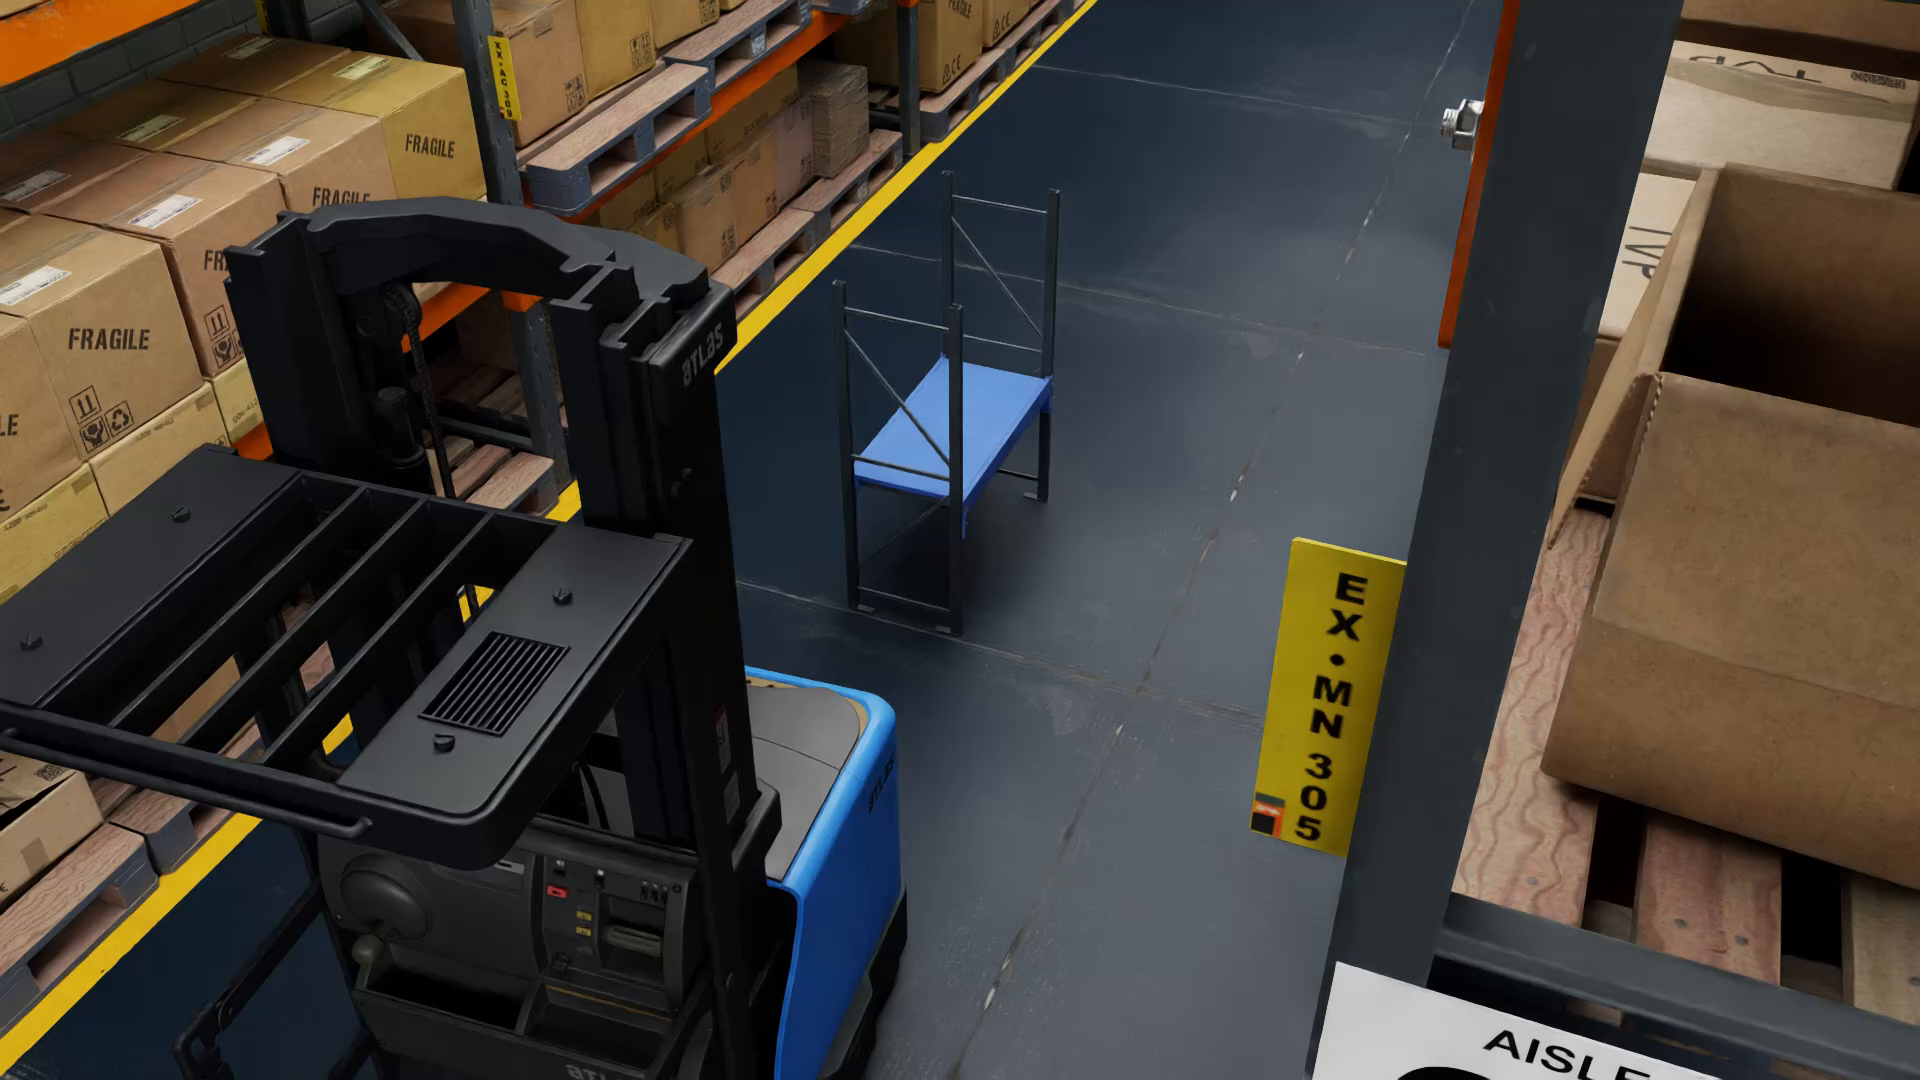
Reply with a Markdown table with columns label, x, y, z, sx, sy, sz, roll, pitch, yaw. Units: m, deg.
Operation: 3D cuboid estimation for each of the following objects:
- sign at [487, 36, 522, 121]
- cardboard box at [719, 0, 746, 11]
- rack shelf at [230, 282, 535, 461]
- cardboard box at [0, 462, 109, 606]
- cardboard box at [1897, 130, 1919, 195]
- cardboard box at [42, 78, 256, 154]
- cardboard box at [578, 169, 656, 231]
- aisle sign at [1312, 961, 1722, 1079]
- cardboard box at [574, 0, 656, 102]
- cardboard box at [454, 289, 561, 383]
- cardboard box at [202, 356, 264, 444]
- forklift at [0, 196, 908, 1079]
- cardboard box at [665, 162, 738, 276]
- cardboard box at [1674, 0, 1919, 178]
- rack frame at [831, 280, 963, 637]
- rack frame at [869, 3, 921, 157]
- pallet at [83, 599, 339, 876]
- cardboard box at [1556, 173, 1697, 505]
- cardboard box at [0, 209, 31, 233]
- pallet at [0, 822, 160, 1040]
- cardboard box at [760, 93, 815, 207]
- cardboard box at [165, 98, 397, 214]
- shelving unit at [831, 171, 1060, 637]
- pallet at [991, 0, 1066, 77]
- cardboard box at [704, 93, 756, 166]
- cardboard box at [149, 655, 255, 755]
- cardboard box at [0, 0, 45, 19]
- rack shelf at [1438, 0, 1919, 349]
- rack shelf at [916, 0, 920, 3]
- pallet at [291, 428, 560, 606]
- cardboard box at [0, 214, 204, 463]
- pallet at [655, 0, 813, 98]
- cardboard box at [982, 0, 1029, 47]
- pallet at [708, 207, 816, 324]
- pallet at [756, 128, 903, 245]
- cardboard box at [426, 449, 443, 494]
| label | x | y | z | sx | sy | sz | roll | pitch | yaw |
| --- | --- | --- | --- | --- | --- | --- | --- | --- | --- |
| sign | -1.753 | -1.773 | 6.393 | 0.100 | 0.325 | 0.005 | 14 | 39 | 18 |
| cardboard box | -1.359 | -3.019 | 8.333 | 0.700 | 0.500 | 0.500 | 14 | 39 | 18 |
| rack shelf | -3.019 | -0.150 | 5.546 | 1.077 | 0.370 | 4.000 | 14 | 39 | 18 |
| cardboard box | -2.917 | -0.048 | 4.917 | 0.500 | 0.250 | 0.500 | 13 | 39 | 17 |
| cardboard box | 1.687 | -0.527 | 2.394 | 0.500 | 0.500 | 0.500 | 14 | 39 | 18 |
| cardboard box | -2.831 | -1.296 | 5.960 | 0.500 | 0.500 | 0.500 | 14 | 39 | 17 |
| cardboard box | -1.829 | -1.677 | 8.082 | 0.500 | 0.250 | 0.500 | 13 | 39 | 17 |
| aisle sign | 0.506 | 0.724 | 1.605 | 0.394 | 0.787 | 0.004 | 14 | 39 | 18 |
| cardboard box | -1.814 | -2.344 | 7.429 | 0.700 | 0.500 | 0.500 | 18 | 40 | 22 |
| cardboard box | -1.994 | -1.132 | 7.979 | 0.700 | 0.500 | 0.500 | 15 | 39 | 19 |
| cardboard box | -2.532 | -0.606 | 5.664 | 0.500 | 0.250 | 0.500 | 14 | 39 | 17 |
| forklift | -1.104 | 0.897 | 3.602 | 1.130 | 2.935 | 3.031 | 11 | 38 | 14 |
| cardboard box | -1.612 | -1.703 | 8.743 | 0.700 | 0.500 | 0.500 | 14 | 39 | 18 |
| cardboard box | 1.581 | -1.003 | 3.027 | 0.797 | 0.503 | 0.637 | 18 | 40 | 23 |
| rack frame | -0.226 | -0.272 | 6.361 | 0.500 | 1.500 | 0.032 | 14 | 39 | 18 |
| rack frame | -0.736 | -3.760 | 9.775 | 1.000 | 3.000 | 0.127 | 14 | 39 | 18 |
| pallet | -2.944 | 0.629 | 6.232 | 1.003 | 0.211 | 1.213 | 14 | 39 | 18 |
| cardboard box | 0.997 | -0.268 | 2.255 | 0.500 | 0.250 | 0.500 | 14 | 39 | 18 |
| cardboard box | -3.212 | -0.731 | 5.205 | 0.500 | 0.500 | 0.500 | 14 | 39 | 18 |
| pallet | -3.409 | 1.302 | 5.331 | 1.003 | 0.211 | 1.213 | 14 | 39 | 18 |
| cardboard box | -1.266 | -2.266 | 9.496 | 0.700 | 0.500 | 0.500 | 14 | 39 | 18 |
| cardboard box | -2.337 | -1.184 | 5.811 | 0.500 | 0.500 | 0.500 | 14 | 39 | 17 |
| shelving unit | -0.032 | -0.554 | 6.738 | 0.538 | 1.500 | 1.048 | 14 | 39 | 18 |
| pallet | 0.099 | -3.736 | 12.072 | 1.003 | 0.211 | 1.213 | 14 | 39 | 18 |
| cardboard box | -1.428 | -2.238 | 8.832 | 0.500 | 0.250 | 0.500 | 14 | 39 | 18 |
| cardboard box | -2.891 | 0.421 | 5.901 | 0.700 | 0.500 | 0.500 | 11 | 38 | 15 |
| cardboard box | -2.806 | -1.588 | 4.263 | 0.500 | 0.500 | 0.500 | 16 | 40 | 21 |
| rack shelf | 1.563 | -1.266 | 2.363 | 1.077 | 0.370 | 4.000 | 14 | 39 | 18 |
| rack shelf | 0.025 | -4.579 | 11.472 | 1.077 | 0.370 | 4.000 | 14 | 39 | 18 |
| pallet | -2.481 | -0.049 | 7.139 | 1.003 | 0.211 | 1.213 | 14 | 39 | 18 |
| cardboard box | -2.736 | -0.620 | 5.056 | 0.500 | 0.500 | 0.500 | 15 | 39 | 19 |
| pallet | -1.452 | -2.578 | 8.354 | 1.003 | 0.211 | 1.213 | 14 | 39 | 18 |
| cardboard box | 0.004 | -3.928 | 11.445 | 0.750 | 0.750 | 0.750 | 14 | 39 | 18 |
| pallet | -1.501 | -1.538 | 9.131 | 1.003 | 0.211 | 1.213 | 14 | 39 | 18 |
| pallet | -1.035 | -2.211 | 10.032 | 1.003 | 0.211 | 1.213 | 14 | 39 | 18 |
| cardboard box | -2.434 | -0.284 | 7.123 | 0.380 | 0.166 | 0.250 | 9 | 38 | 12 |
